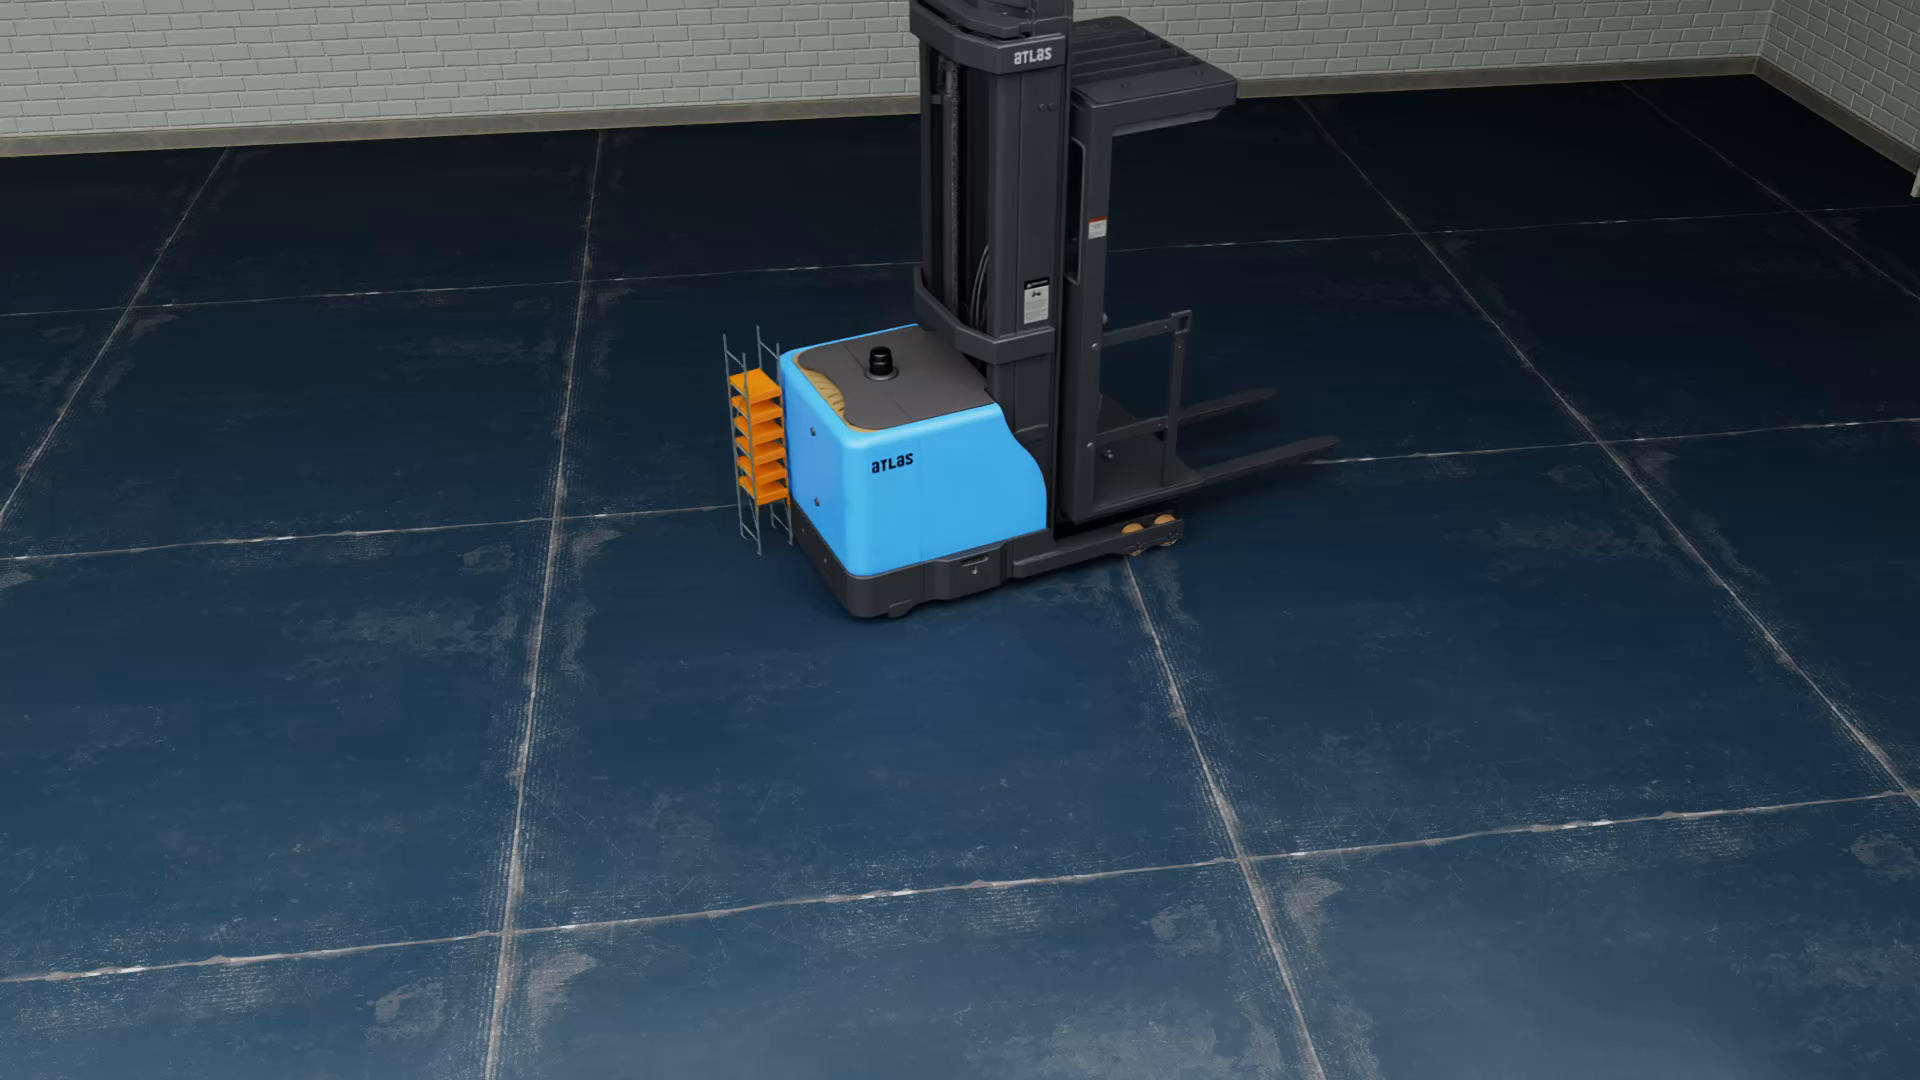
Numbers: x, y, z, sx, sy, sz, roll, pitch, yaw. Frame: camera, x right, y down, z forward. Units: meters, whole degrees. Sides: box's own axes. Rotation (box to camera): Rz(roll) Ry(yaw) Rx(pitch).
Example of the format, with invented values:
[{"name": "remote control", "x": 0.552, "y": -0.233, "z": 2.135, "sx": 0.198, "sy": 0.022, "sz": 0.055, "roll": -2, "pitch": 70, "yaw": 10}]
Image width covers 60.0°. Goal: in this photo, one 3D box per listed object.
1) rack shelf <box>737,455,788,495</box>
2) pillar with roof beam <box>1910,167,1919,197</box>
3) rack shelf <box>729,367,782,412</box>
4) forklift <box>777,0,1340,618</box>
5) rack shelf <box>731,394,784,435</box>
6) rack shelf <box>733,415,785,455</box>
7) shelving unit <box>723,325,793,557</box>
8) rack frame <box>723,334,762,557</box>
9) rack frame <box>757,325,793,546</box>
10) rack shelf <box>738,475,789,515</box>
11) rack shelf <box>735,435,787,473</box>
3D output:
[{"name": "rack shelf", "x": -1.032, "y": -0.358, "z": 8.630, "sx": 0.180, "sy": 0.103, "sz": 0.258, "roll": -19, "pitch": 39, "yaw": -26}, {"name": "pillar with roof beam", "x": 3.213, "y": -5.953, "z": 9.623, "sx": 9.100, "sy": 9.000, "sz": 0.400, "roll": -4, "pitch": 35, "yaw": -6}, {"name": "rack shelf", "x": -1.032, "y": -0.754, "z": 8.360, "sx": 0.180, "sy": 0.103, "sz": 0.258, "roll": -19, "pitch": 39, "yaw": -26}, {"name": "forklift", "x": 0.622, "y": -1.384, "z": 8.307, "sx": 3.031, "sy": 2.935, "sz": 1.130, "roll": -15, "pitch": 37, "yaw": -21}, {"name": "rack shelf", "x": -1.032, "y": -0.655, "z": 8.427, "sx": 0.180, "sy": 0.103, "sz": 0.258, "roll": -19, "pitch": 39, "yaw": -26}, {"name": "rack shelf", "x": -1.032, "y": -0.556, "z": 8.495, "sx": 0.180, "sy": 0.103, "sz": 0.258, "roll": -19, "pitch": 39, "yaw": -26}, {"name": "shelving unit", "x": -1.032, "y": -0.493, "z": 8.537, "sx": 0.189, "sy": 1.200, "sz": 0.258, "roll": -19, "pitch": 39, "yaw": -26}, {"name": "rack frame", "x": -1.110, "y": -0.466, "z": 8.498, "sx": 0.006, "sy": 1.200, "sz": 0.240, "roll": -19, "pitch": 39, "yaw": -26}, {"name": "rack frame", "x": -0.954, "y": -0.520, "z": 8.577, "sx": 0.006, "sy": 1.200, "sz": 0.240, "roll": -19, "pitch": 39, "yaw": -26}, {"name": "rack shelf", "x": -1.032, "y": -0.258, "z": 8.697, "sx": 0.180, "sy": 0.103, "sz": 0.258, "roll": -19, "pitch": 39, "yaw": -26}, {"name": "rack shelf", "x": -1.032, "y": -0.457, "z": 8.562, "sx": 0.180, "sy": 0.103, "sz": 0.258, "roll": -19, "pitch": 39, "yaw": -26}]
